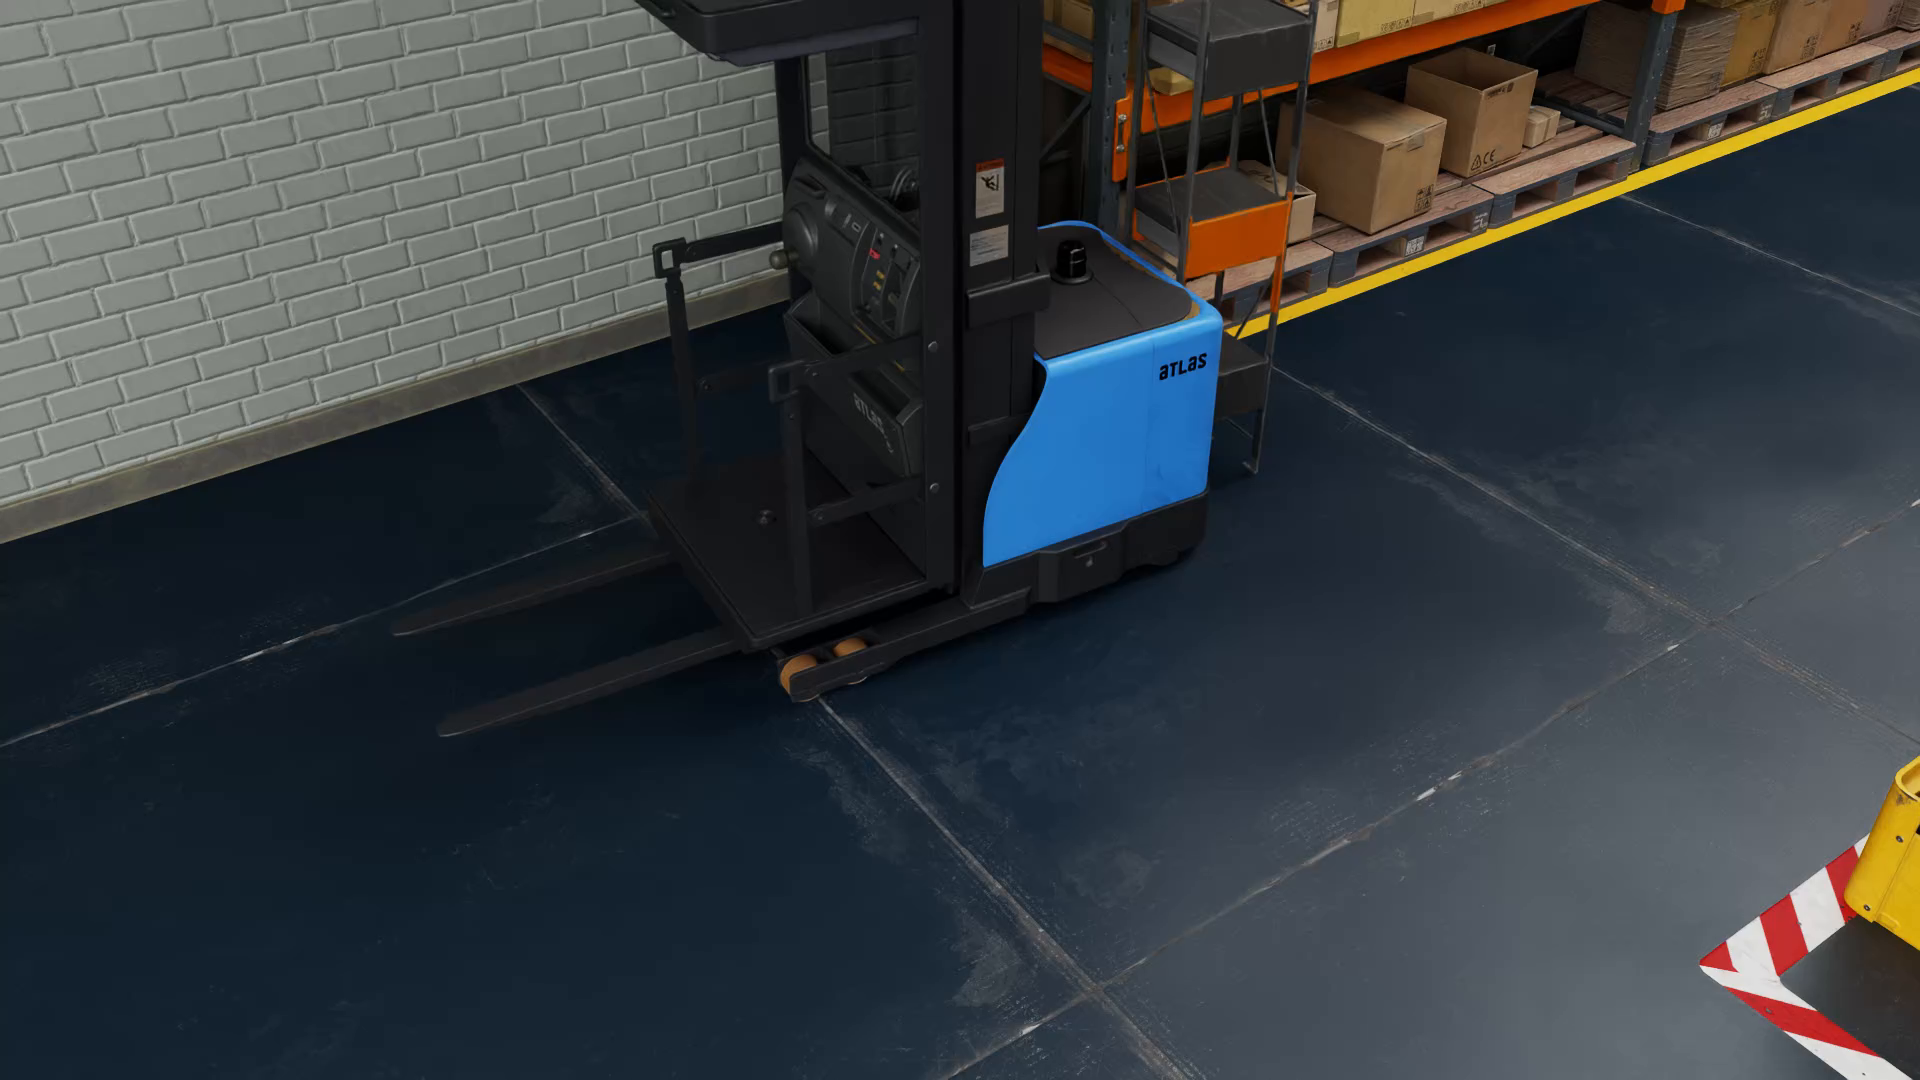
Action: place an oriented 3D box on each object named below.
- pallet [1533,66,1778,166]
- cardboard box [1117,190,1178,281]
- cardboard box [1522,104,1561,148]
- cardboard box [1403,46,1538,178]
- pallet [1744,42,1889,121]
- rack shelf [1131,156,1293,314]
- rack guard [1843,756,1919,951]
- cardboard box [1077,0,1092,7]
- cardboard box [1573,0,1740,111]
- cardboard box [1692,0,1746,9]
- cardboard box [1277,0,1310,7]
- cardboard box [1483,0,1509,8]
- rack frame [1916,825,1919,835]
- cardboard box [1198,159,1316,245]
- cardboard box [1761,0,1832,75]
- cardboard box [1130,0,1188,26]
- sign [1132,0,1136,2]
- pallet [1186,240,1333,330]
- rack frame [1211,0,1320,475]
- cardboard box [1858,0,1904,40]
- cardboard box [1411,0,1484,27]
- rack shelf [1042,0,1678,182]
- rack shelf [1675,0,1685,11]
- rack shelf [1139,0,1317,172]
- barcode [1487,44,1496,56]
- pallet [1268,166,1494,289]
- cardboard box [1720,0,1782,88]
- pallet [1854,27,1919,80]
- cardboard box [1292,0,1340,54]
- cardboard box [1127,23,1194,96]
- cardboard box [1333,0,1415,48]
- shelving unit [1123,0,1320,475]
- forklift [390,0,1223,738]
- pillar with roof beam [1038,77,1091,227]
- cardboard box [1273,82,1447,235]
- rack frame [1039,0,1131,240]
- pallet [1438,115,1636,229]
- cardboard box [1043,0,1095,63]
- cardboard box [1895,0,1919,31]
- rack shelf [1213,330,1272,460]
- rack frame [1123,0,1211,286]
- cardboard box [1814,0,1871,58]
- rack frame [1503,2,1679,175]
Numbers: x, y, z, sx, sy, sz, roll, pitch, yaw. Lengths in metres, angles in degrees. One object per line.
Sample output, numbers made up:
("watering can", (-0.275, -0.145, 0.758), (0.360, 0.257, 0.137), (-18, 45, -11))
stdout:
("pallet", (4.279, -2.727, 10.361), (1.213, 0.211, 1.003), (-22, 41, -28))
("cardboard box", (0.991, -1.528, 8.231), (0.500, 0.311, 0.500), (-28, 44, -33))
("cardboard box", (3.223, -2.431, 9.610), (0.250, 0.166, 0.380), (-28, 44, -33))
("cardboard box", (2.818, -2.392, 9.271), (0.500, 0.500, 0.500), (-26, 43, -31))
("pallet", (5.277, -3.140, 10.935), (1.213, 0.211, 1.003), (-22, 41, -28))
("rack shelf", (0.968, -1.160, 6.584), (0.480, 0.518, 0.431), (-18, 39, -24))
("rack guard", (3.211, 1.135, 4.744), (0.348, 0.500, 1.175), (-22, 41, -28))
("cardboard box", (0.636, -2.763, 7.491), (0.500, 0.500, 0.500), (-23, 42, -28))
("cardboard box", (4.235, -3.016, 10.138), (0.500, 0.500, 0.700), (-21, 41, -26))
("cardboard box", (4.593, -3.470, 10.128), (0.500, 0.250, 0.500), (-23, 42, -29))
("cardboard box", (1.347, -2.681, 7.378), (0.500, 0.500, 0.500), (-22, 41, -28))
("cardboard box", (2.616, -2.900, 8.324), (0.500, 0.250, 0.500), (-23, 41, -28))
("rack frame", (3.230, 0.112, 4.025), (0.127, 3.000, 1.000), (-22, 41, -28))
("cardboard box", (1.457, -1.720, 8.498), (0.500, 0.311, 0.500), (-19, 40, -24))
("cardboard box", (5.069, -3.366, 10.625), (0.500, 0.500, 0.700), (-22, 41, -27))
("cardboard box", (0.937, -2.520, 7.154), (0.500, 0.500, 0.500), (-22, 41, -28))
("sign", (0.686, -2.344, 6.698), (0.005, 0.325, 0.100), (-22, 41, -28))
("pallet", (1.120, -1.401, 8.517), (1.213, 0.211, 1.003), (-22, 41, -28))
("rack frame", (1.181, -1.239, 6.674), (0.015, 2.100, 0.400), (-18, 39, -24))
("cardboard box", (5.866, -3.721, 11.119), (0.500, 0.500, 0.700), (-22, 41, -28))
("cardboard box", (2.206, -2.730, 8.088), (0.500, 0.250, 0.500), (-22, 41, -27))
("rack shelf", (2.008, -2.632, 8.456), (4.000, 0.370, 1.077), (-22, 41, -28))
("rack shelf", (5.278, -3.977, 10.327), (4.000, 0.370, 1.077), (-22, 41, -28))
("rack shelf", (0.972, -1.729, 6.178), (0.480, 0.518, 0.431), (-18, 39, -24))
("barcode", (3.064, -2.823, 9.596), (0.075, 0.075, 0.001), (-22, 41, -28))
("pallet", (2.116, -1.809, 9.084), (1.213, 0.211, 1.003), (-22, 41, -28))
("cardboard box", (4.629, -3.214, 10.413), (0.500, 0.500, 0.700), (-23, 42, -29))
("pallet", (6.273, -3.548, 11.502), (1.213, 0.211, 1.003), (-22, 41, -28))
("cardboard box", (1.372, -2.392, 7.619), (0.500, 0.250, 0.500), (-24, 42, -29))
("cardboard box", (0.955, -2.211, 7.366), (0.500, 0.250, 0.500), (-24, 42, -29))
("cardboard box", (1.791, -2.561, 7.853), (0.500, 0.250, 0.500), (-23, 42, -29))
("shelving unit", (0.968, -1.171, 6.577), (0.503, 2.100, 0.431), (-18, 39, -24))
("forklift", (-0.556, -0.966, 5.583), (3.031, 2.935, 1.130), (-18, 40, -24))
("pillar with roof beam", (2.927, -3.280, 3.604), (0.400, 9.000, 9.100), (-22, 41, -28))
("cardboard box", (2.085, -2.019, 8.753), (0.500, 0.500, 0.700), (-25, 43, -31))
("rack frame", (0.374, -2.251, 7.311), (0.127, 3.000, 1.000), (-22, 41, -28))
("pallet", (3.115, -2.222, 9.658), (1.213, 0.211, 1.003), (-22, 41, -28))
("cardboard box", (0.644, -2.448, 7.696), (0.500, 0.250, 0.500), (-22, 41, -27))
("cardboard box", (6.354, -3.839, 11.282), (0.500, 0.500, 0.700), (-22, 41, -27))
("rack shelf", (0.963, -0.590, 6.991), (0.480, 0.518, 0.431), (-18, 39, -24))
("rack frame", (0.755, -1.103, 6.479), (0.015, 2.100, 0.400), (-18, 39, -24))
("cardboard box", (5.476, -3.540, 10.868), (0.500, 0.500, 0.700), (-23, 41, -28))
("rack frame", (3.643, -3.597, 9.182), (0.127, 3.000, 1.000), (-22, 41, -28))
